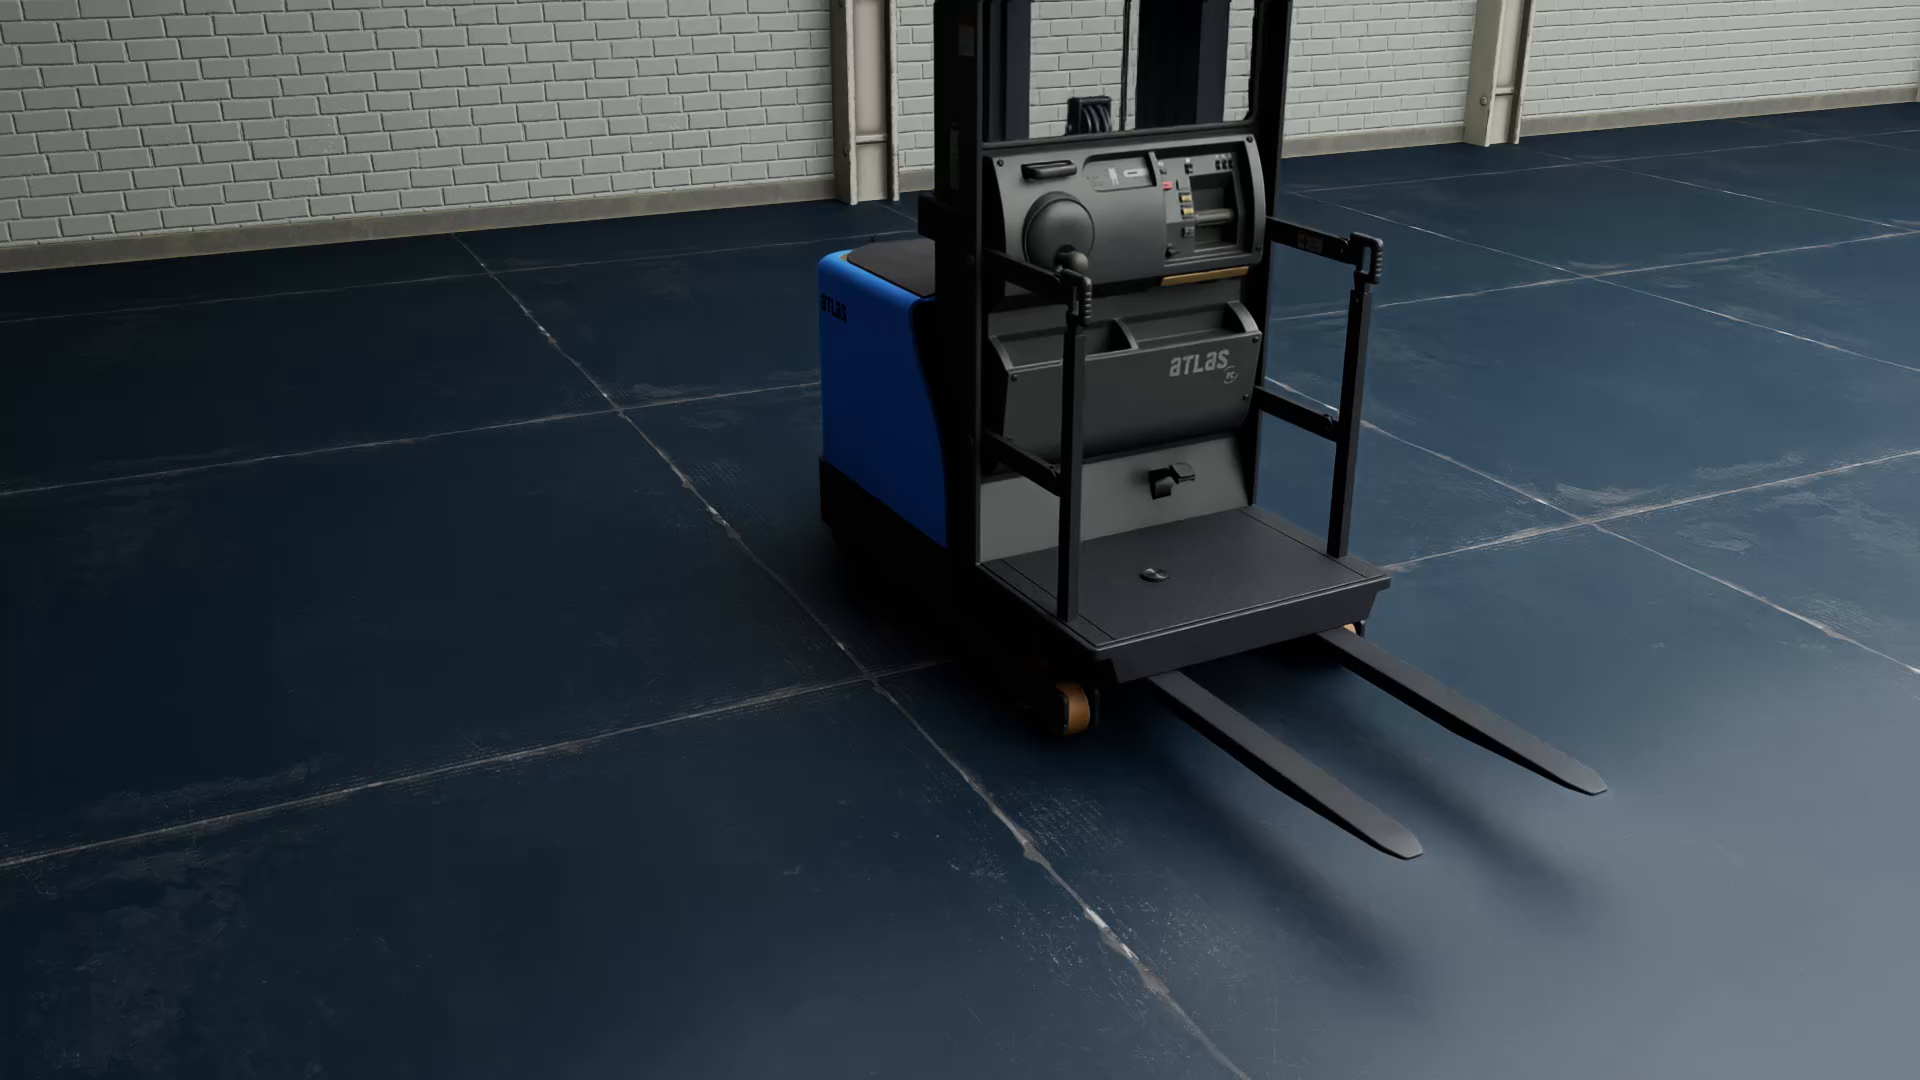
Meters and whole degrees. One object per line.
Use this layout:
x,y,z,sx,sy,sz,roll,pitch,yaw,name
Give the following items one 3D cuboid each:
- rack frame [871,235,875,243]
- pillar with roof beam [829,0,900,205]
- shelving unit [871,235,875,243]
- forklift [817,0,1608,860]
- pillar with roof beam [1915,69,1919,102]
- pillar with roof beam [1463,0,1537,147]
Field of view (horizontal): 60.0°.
-0.286,-0.633,6.406,0.008,1.050,0.200,-12,25,-26,rack frame
1.176,-5.217,7.087,0.400,9.000,9.100,-10,25,-24,pillar with roof beam
-0.178,-0.655,6.459,0.252,1.050,0.215,-12,25,-26,shelving unit
0.617,-0.976,4.776,1.130,2.935,3.031,-12,25,-26,forklift
11.988,-7.207,11.896,0.400,9.000,9.100,-10,25,-24,pillar with roof beam
6.582,-6.212,9.492,0.400,9.000,9.100,-10,25,-24,pillar with roof beam
